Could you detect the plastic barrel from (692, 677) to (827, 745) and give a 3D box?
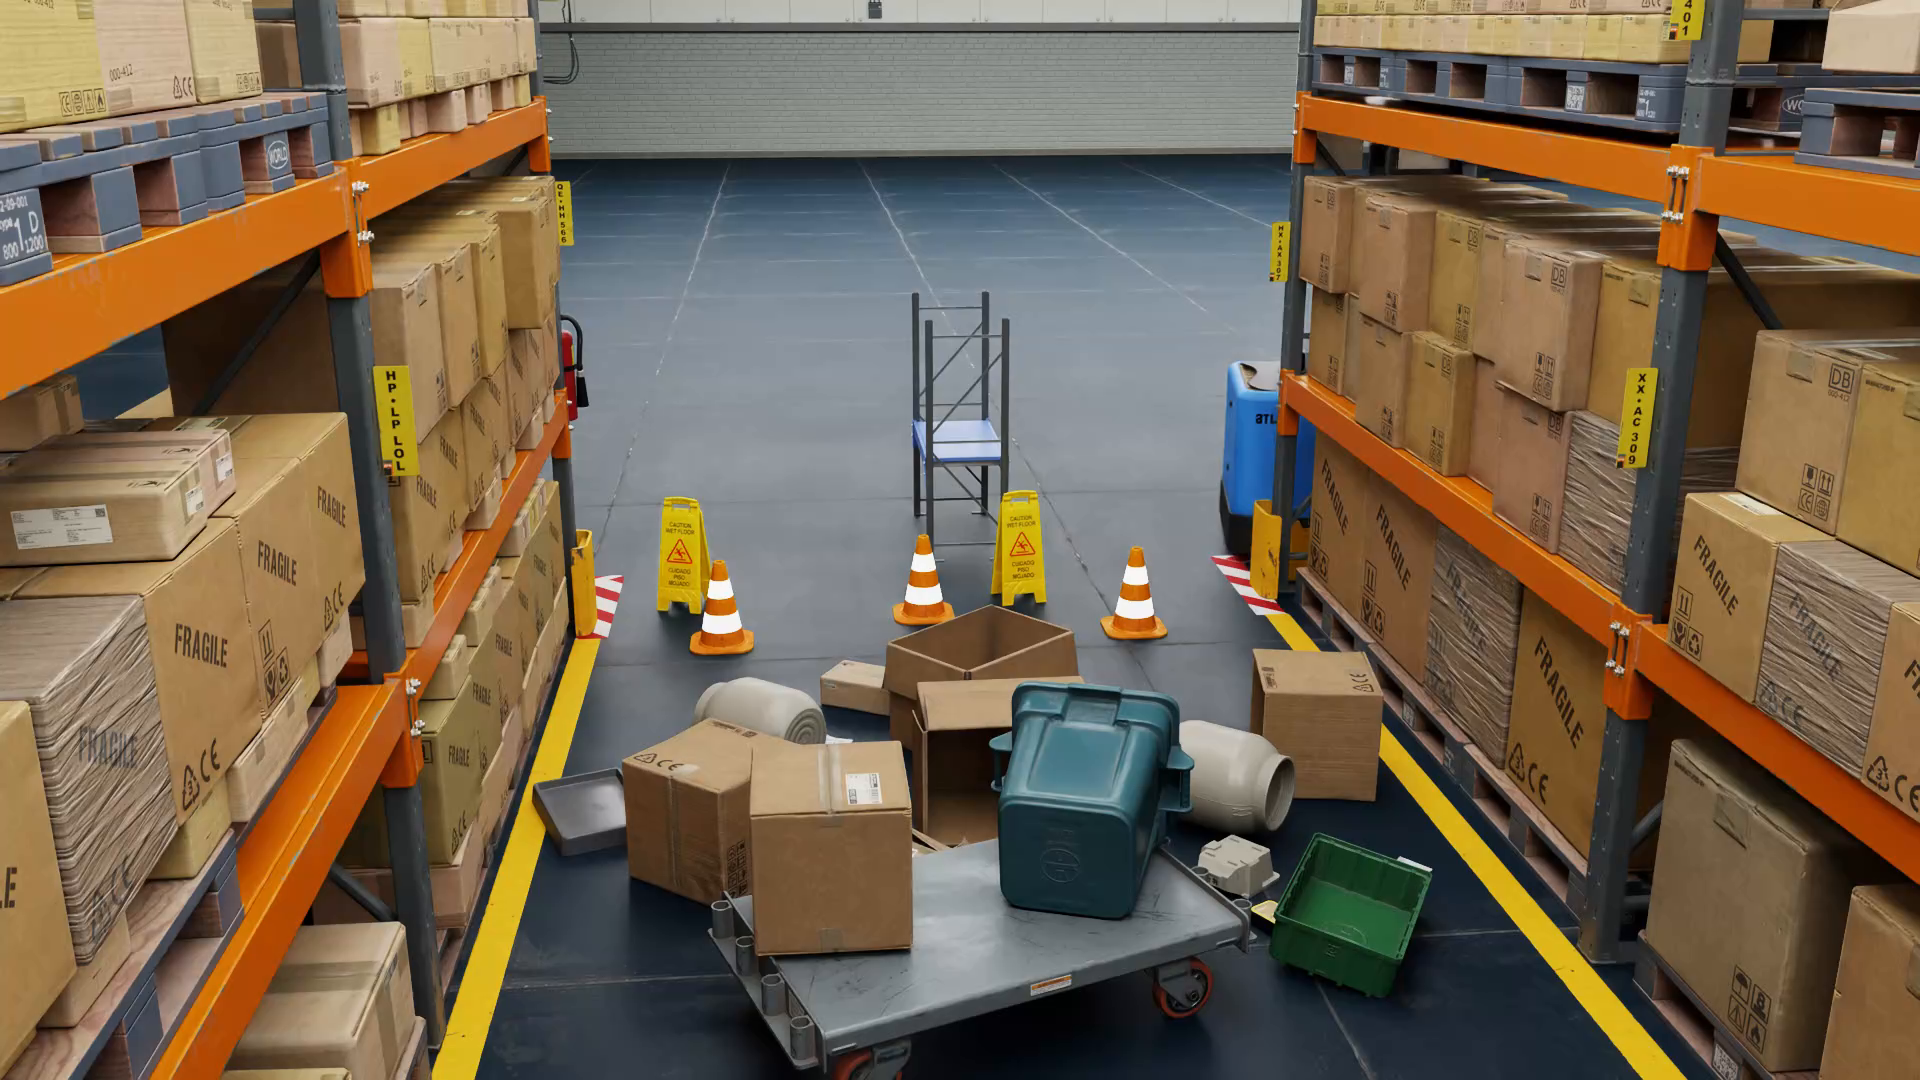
[{"bbox_3d":[-0.883,0.832,7.320,0.512,0.421,0.421,11,21,32],"label":"plastic barrel"}]

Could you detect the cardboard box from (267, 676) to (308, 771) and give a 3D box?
[{"bbox_3d":[-1.790,0.445,3.970,0.380,0.149,0.250,-2,18,-7],"label":"cardboard box"}]

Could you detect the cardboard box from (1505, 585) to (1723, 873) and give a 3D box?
[{"bbox_3d":[2.728,0.667,6.391,0.875,0.875,0.875,-2,17,-5],"label":"cardboard box"}]

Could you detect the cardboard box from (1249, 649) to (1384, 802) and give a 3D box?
[{"bbox_3d":[1.543,0.804,7.279,0.500,0.500,0.500,1,17,4],"label":"cardboard box"}]

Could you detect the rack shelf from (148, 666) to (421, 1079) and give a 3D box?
[{"bbox_3d":[-1.983,1.165,3.159,1.077,0.370,4.000,-2,18,-6],"label":"rack shelf"}]

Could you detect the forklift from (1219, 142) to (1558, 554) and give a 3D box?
[{"bbox_3d":[3.194,-1.360,10.114,3.031,2.935,1.130,2,17,5],"label":"forklift"}]

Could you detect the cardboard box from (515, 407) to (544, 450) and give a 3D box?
[{"bbox_3d":[-2.153,-0.516,7.733,0.380,0.149,0.250,-1,17,-5],"label":"cardboard box"}]

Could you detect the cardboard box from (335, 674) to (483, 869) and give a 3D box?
[{"bbox_3d":[-1.982,0.796,5.772,0.500,0.500,0.500,-1,17,-3],"label":"cardboard box"}]

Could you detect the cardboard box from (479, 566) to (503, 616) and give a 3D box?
[{"bbox_3d":[-2.021,0.214,6.543,0.380,0.149,0.250,-1,17,-2],"label":"cardboard box"}]

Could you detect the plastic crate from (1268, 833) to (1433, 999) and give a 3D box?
[{"bbox_3d":[1.402,1.346,5.981,0.450,0.188,0.662,18,23,19],"label":"plastic crate"}]

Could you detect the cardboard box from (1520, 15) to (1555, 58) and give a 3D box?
[{"bbox_3d":[2.287,-1.843,6.084,0.380,0.149,0.250,-2,18,-5],"label":"cardboard box"}]

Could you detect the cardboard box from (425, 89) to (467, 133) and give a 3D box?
[{"bbox_3d":[-2.024,-1.572,6.090,0.380,0.149,0.250,-2,18,-7],"label":"cardboard box"}]

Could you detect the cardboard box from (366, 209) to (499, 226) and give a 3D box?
[{"bbox_3d":[-2.219,-1.034,6.631,0.700,0.500,0.500,-2,18,-6],"label":"cardboard box"}]

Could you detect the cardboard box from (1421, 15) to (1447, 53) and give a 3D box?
[{"bbox_3d":[2.185,-2.144,7.043,0.380,0.149,0.250,-2,18,-5],"label":"cardboard box"}]

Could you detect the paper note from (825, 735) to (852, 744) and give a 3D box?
[{"bbox_3d":[-0.586,0.934,7.670,0.148,0.019,0.142,4,18,13],"label":"paper note"}]

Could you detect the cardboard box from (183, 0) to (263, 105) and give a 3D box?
[{"bbox_3d":[-1.985,-1.164,3.920,0.500,0.250,0.500,-2,18,-7],"label":"cardboard box"}]

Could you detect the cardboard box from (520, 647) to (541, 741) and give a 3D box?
[{"bbox_3d":[-2.146,0.689,7.365,0.500,0.250,0.500,-2,18,-8],"label":"cardboard box"}]

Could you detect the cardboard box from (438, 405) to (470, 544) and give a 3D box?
[{"bbox_3d":[-2.033,-0.252,5.809,0.500,0.500,0.500,-2,18,-6],"label":"cardboard box"}]

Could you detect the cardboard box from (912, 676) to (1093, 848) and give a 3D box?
[{"bbox_3d":[0.202,0.884,6.794,0.797,0.637,0.503,-2,18,-6],"label":"cardboard box"}]

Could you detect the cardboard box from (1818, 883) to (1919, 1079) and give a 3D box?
[{"bbox_3d":[2.973,1.386,4.310,1.050,0.750,0.750,-2,18,-6],"label":"cardboard box"}]

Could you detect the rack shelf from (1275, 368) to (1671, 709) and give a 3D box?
[{"bbox_3d":[2.517,-0.210,7.538,1.077,0.370,4.000,-2,18,-6],"label":"rack shelf"}]

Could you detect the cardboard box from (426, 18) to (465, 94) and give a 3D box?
[{"bbox_3d":[-2.064,-1.718,5.888,0.500,0.250,0.500,-2,18,-5],"label":"cardboard box"}]

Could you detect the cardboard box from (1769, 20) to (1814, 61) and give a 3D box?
[{"bbox_3d":[2.995,-1.712,5.667,0.380,0.149,0.250,-2,18,-5],"label":"cardboard box"}]

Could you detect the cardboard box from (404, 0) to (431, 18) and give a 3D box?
[{"bbox_3d":[-1.972,-1.804,5.497,0.380,0.149,0.250,-2,18,-6],"label":"cardboard box"}]

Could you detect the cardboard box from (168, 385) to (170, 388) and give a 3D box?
[{"bbox_3d":[-2.601,-0.396,6.267,0.500,0.500,0.500,-1,17,-4],"label":"cardboard box"}]

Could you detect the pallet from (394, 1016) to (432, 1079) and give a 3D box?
[{"bbox_3d":[-2.108,1.788,4.628,1.003,0.211,1.213,-2,18,-6],"label":"pallet"}]

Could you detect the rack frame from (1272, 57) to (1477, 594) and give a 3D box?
[{"bbox_3d":[2.311,-1.149,9.328,1.000,3.000,0.127,-2,18,-6],"label":"rack frame"}]

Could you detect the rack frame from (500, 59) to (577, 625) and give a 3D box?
[{"bbox_3d":[-2.602,-0.966,8.745,1.000,3.000,0.127,-2,18,-6],"label":"rack frame"}]

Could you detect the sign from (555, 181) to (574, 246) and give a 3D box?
[{"bbox_3d":[-2.048,-1.680,8.560,0.100,0.325,0.005,-2,18,-6],"label":"sign"}]

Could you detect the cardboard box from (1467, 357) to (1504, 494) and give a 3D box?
[{"bbox_3d":[2.656,-0.466,6.903,0.875,0.550,0.550,-2,18,-6],"label":"cardboard box"}]

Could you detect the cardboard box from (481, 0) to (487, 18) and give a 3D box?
[{"bbox_3d":[-2.266,-2.335,7.188,0.380,0.149,0.250,-2,18,-5],"label":"cardboard box"}]

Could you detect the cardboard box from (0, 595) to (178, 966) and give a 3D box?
[{"bbox_3d":[-1.759,0.424,2.953,0.500,0.500,0.500,-2,18,-8],"label":"cardboard box"}]

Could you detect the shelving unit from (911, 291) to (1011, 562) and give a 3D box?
[{"bbox_3d":[-0.009,-0.741,10.533,0.538,1.500,1.048,-2,18,-6],"label":"shelving unit"}]

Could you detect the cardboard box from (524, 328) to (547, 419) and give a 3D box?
[{"bbox_3d":[-2.225,-0.853,7.722,0.500,0.500,0.500,-2,18,-6],"label":"cardboard box"}]

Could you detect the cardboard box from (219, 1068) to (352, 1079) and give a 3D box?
[{"bbox_3d":[-2.056,1.650,4.101,0.950,0.372,0.625,-1,17,-2],"label":"cardboard box"}]

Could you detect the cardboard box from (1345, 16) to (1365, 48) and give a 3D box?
[{"bbox_3d":[2.080,-2.445,8.002,0.380,0.149,0.250,-2,18,-5],"label":"cardboard box"}]

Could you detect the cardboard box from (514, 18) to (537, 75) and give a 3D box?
[{"bbox_3d":[-2.281,-2.323,7.815,0.500,0.250,0.500,-2,18,-6],"label":"cardboard box"}]

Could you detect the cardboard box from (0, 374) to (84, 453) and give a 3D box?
[{"bbox_3d":[-2.493,-0.322,4.249,0.380,0.149,0.250,-2,18,-6],"label":"cardboard box"}]

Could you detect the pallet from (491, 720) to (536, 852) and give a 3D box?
[{"bbox_3d":[-2.423,0.993,7.161,1.003,0.211,1.213,-2,18,-6],"label":"pallet"}]

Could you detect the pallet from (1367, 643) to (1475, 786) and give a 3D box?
[{"bbox_3d":[2.594,0.780,7.840,1.003,0.211,1.213,-2,18,-6],"label":"pallet"}]

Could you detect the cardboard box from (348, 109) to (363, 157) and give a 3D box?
[{"bbox_3d":[-1.976,-1.187,4.861,0.380,0.149,0.250,-2,18,-6],"label":"cardboard box"}]

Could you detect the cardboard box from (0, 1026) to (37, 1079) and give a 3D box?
[{"bbox_3d":[-1.782,0.832,2.739,0.380,0.149,0.250,-1,17,-3],"label":"cardboard box"}]

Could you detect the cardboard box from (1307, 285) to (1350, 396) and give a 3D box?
[{"bbox_3d":[2.394,-1.111,8.958,0.875,0.550,0.550,-2,18,-6],"label":"cardboard box"}]

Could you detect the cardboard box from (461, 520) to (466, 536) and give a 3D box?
[{"bbox_3d":[-2.088,-0.063,6.289,0.380,0.149,0.250,-2,18,-6],"label":"cardboard box"}]

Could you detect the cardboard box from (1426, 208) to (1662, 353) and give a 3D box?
[{"bbox_3d":[2.566,-1.138,7.240,0.875,0.550,0.500,-2,18,-6],"label":"cardboard box"}]

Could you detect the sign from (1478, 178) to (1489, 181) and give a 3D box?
[{"bbox_3d":[2.852,-1.827,9.160,0.100,0.325,0.005,-2,18,-6],"label":"sign"}]

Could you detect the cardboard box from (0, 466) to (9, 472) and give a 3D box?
[{"bbox_3d":[-2.374,0.134,3.878,0.500,0.500,0.500,-2,18,-5],"label":"cardboard box"}]

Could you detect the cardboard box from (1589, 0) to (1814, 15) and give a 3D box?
[{"bbox_3d":[2.417,-1.845,5.425,0.500,0.250,0.500,-2,18,-6],"label":"cardboard box"}]

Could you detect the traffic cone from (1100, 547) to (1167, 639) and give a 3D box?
[{"bbox_3d":[0.953,0.264,9.065,0.336,0.463,0.334,-2,18,-6],"label":"traffic cone"}]

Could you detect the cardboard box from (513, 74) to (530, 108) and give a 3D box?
[{"bbox_3d":[-2.229,-2.106,7.790,0.380,0.149,0.250,-2,18,-5],"label":"cardboard box"}]

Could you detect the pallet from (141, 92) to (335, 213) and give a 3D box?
[{"bbox_3d":[-2.232,-0.928,3.932,1.213,0.211,1.003,-2,18,-6],"label":"pallet"}]

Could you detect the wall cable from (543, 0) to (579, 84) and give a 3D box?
[{"bbox_3d":[-10.447,-11.813,38.466,3.097,2.526,0.112,-2,18,-6],"label":"wall cable"}]

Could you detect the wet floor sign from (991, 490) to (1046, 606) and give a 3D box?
[{"bbox_3d":[0.338,0.027,9.514,0.267,0.644,0.232,-5,18,-15],"label":"wet floor sign"}]

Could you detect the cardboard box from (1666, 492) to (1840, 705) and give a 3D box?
[{"bbox_3d":[2.510,0.160,4.992,0.500,0.500,0.500,-2,17,-5],"label":"cardboard box"}]

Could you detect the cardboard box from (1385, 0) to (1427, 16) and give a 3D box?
[{"bbox_3d":[2.212,-2.445,7.335,0.500,0.250,0.500,-2,18,-6],"label":"cardboard box"}]

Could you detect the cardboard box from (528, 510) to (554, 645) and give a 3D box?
[{"bbox_3d":[-2.203,0.174,7.752,0.500,0.500,0.500,-1,17,-4],"label":"cardboard box"}]
